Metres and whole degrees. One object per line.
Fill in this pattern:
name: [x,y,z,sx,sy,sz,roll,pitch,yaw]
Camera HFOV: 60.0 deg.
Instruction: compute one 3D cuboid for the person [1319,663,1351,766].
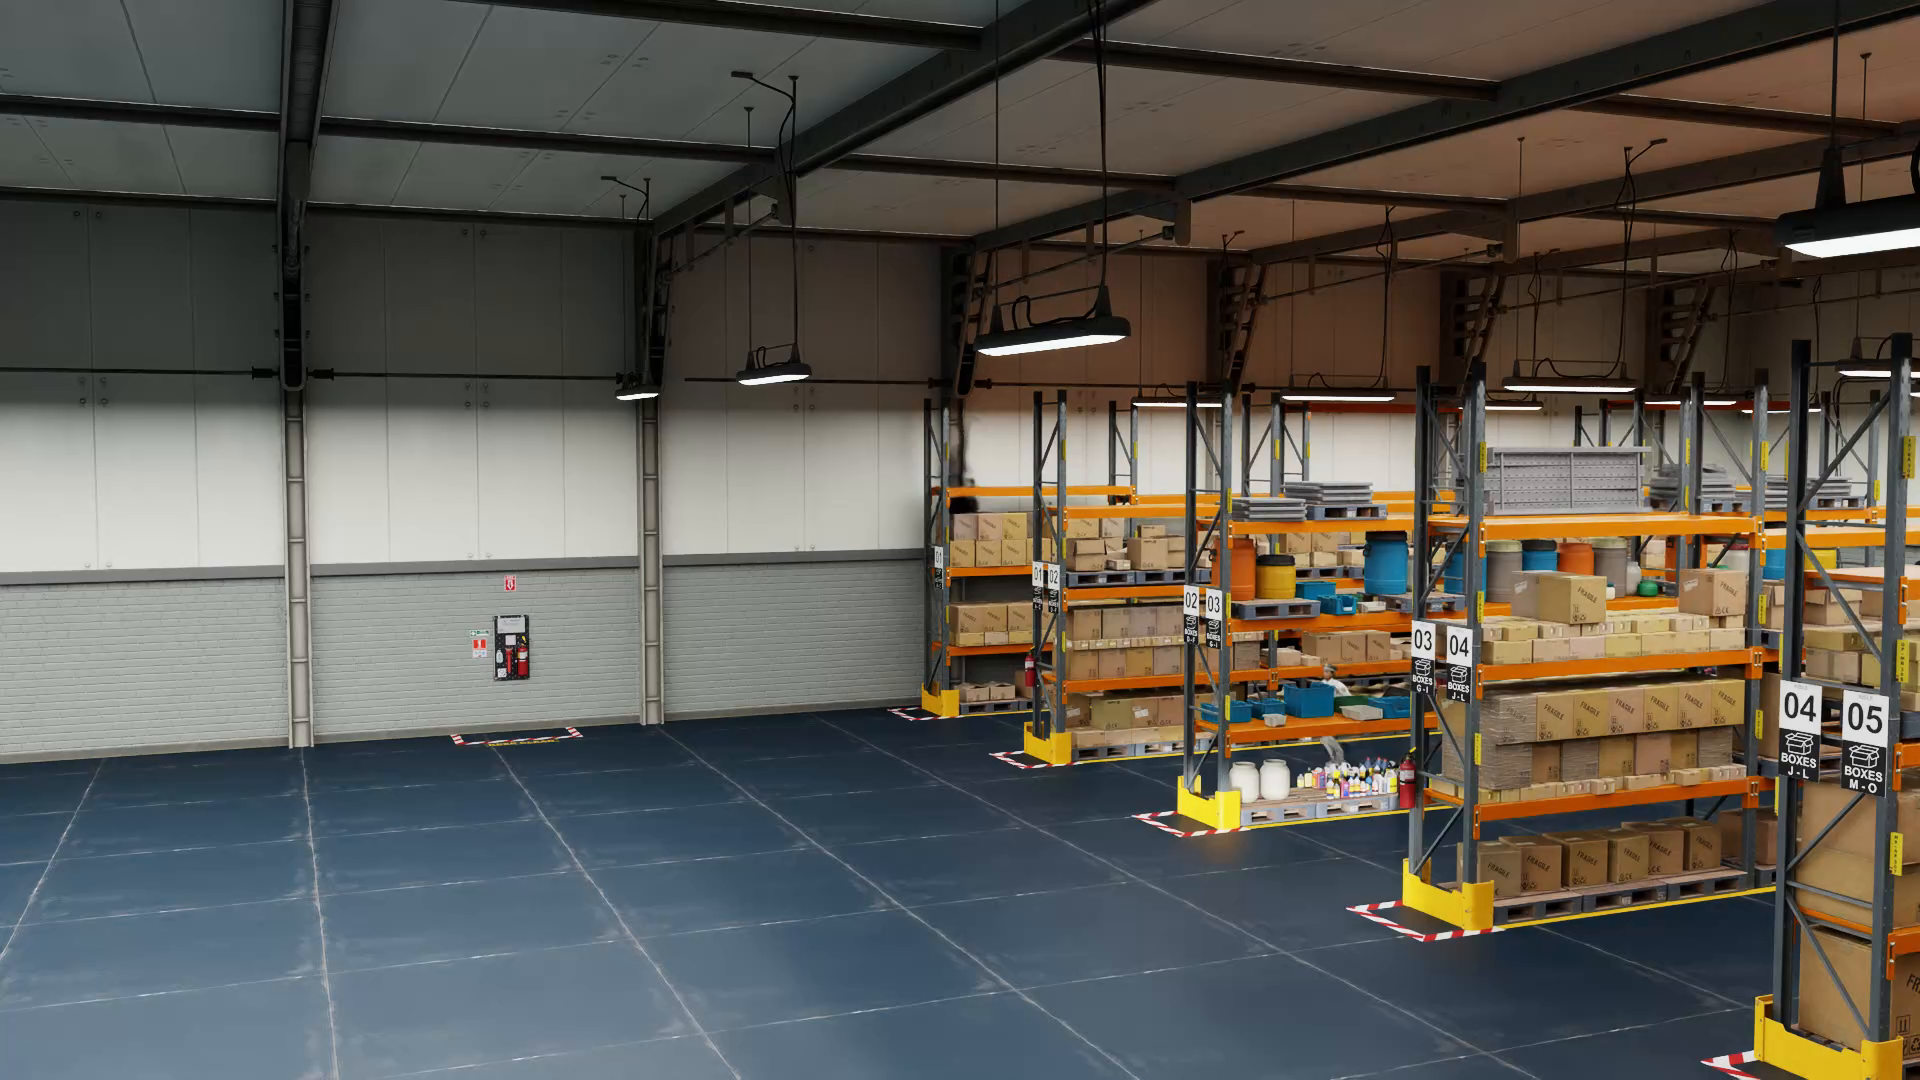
person: [5.827,2.771,26.423,0.537,1.656,0.631,-2,4,-33]
